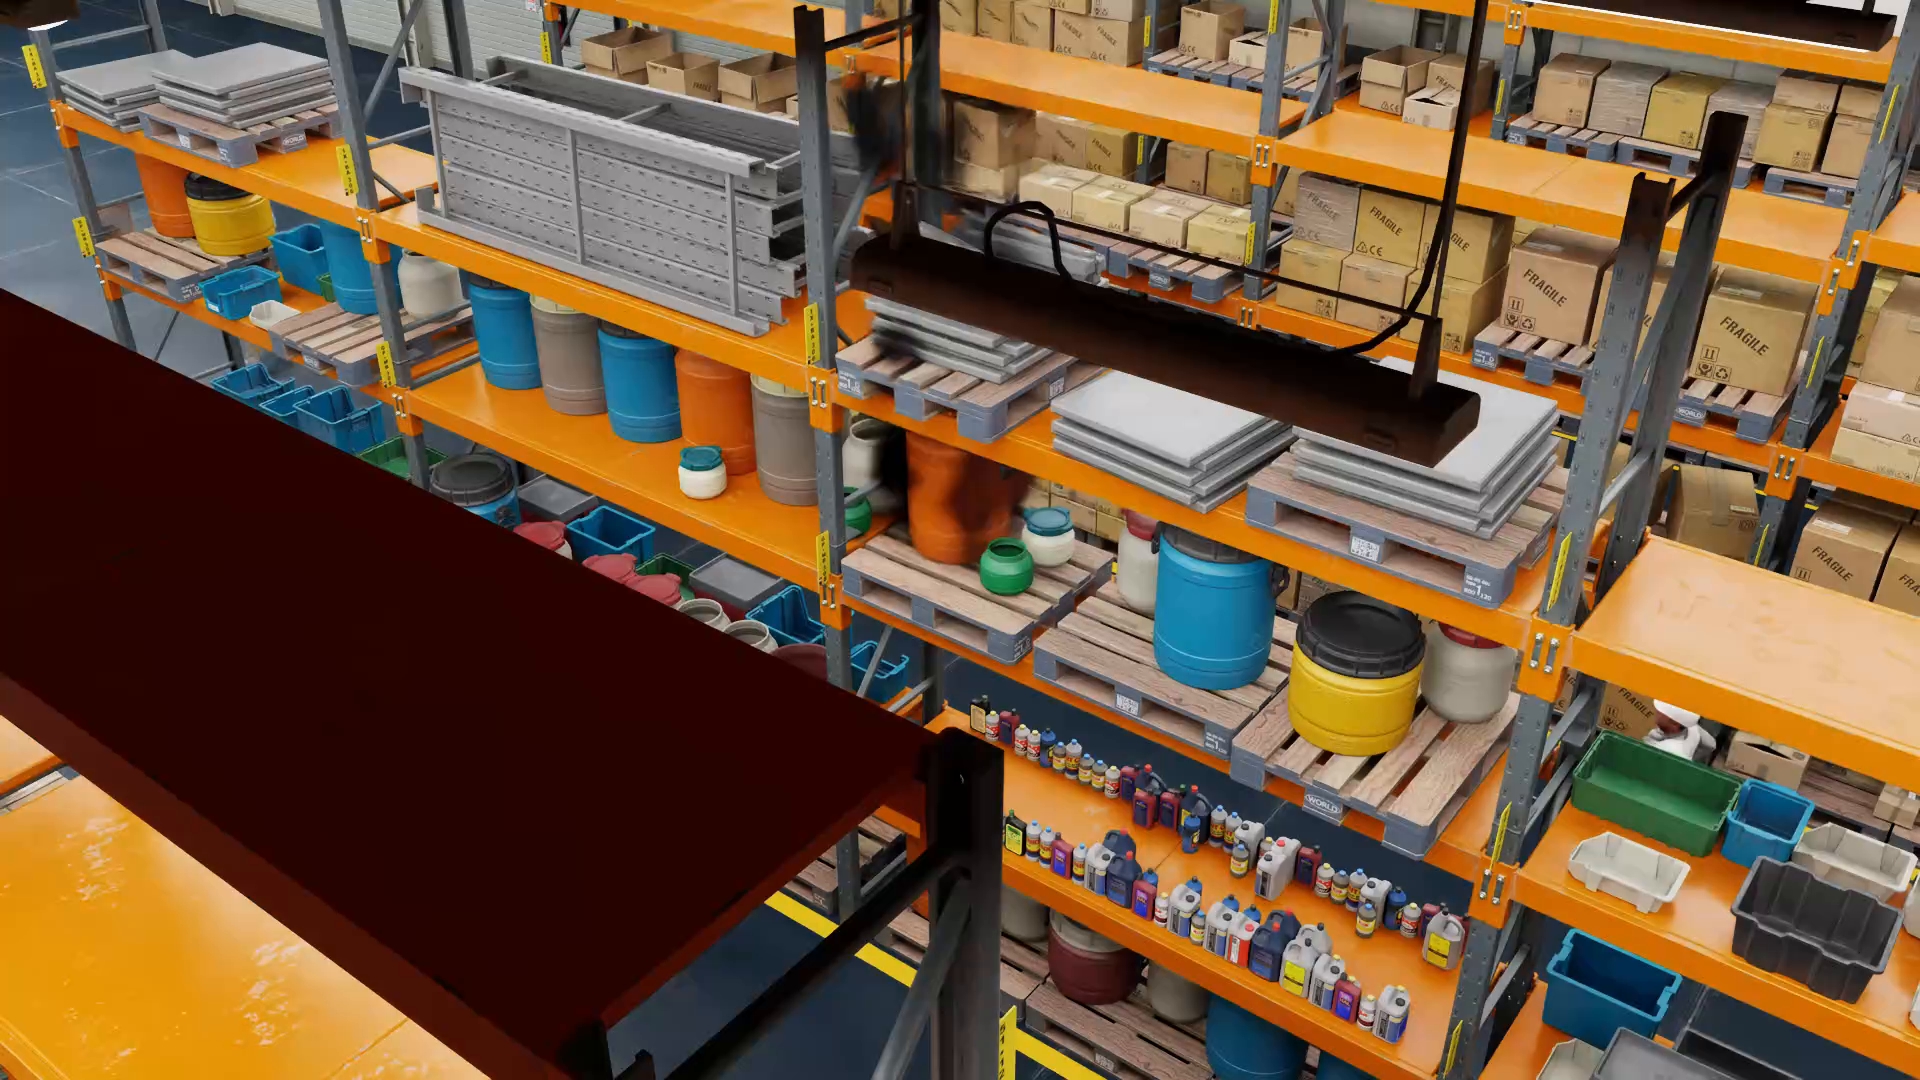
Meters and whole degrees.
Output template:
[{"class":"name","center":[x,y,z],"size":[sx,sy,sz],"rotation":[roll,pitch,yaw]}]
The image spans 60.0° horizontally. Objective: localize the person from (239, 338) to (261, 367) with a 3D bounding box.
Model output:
[{"class":"person","center":[-7.662,-2.677,17.988],"size":[0.771,1.840,0.719],"rotation":[-17,35,-25]}]

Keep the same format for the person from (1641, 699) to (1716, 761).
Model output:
[{"class":"person","center":[4.458,1.662,10.807],"size":[1.042,1.717,0.677],"rotation":[17,35,26]}]
